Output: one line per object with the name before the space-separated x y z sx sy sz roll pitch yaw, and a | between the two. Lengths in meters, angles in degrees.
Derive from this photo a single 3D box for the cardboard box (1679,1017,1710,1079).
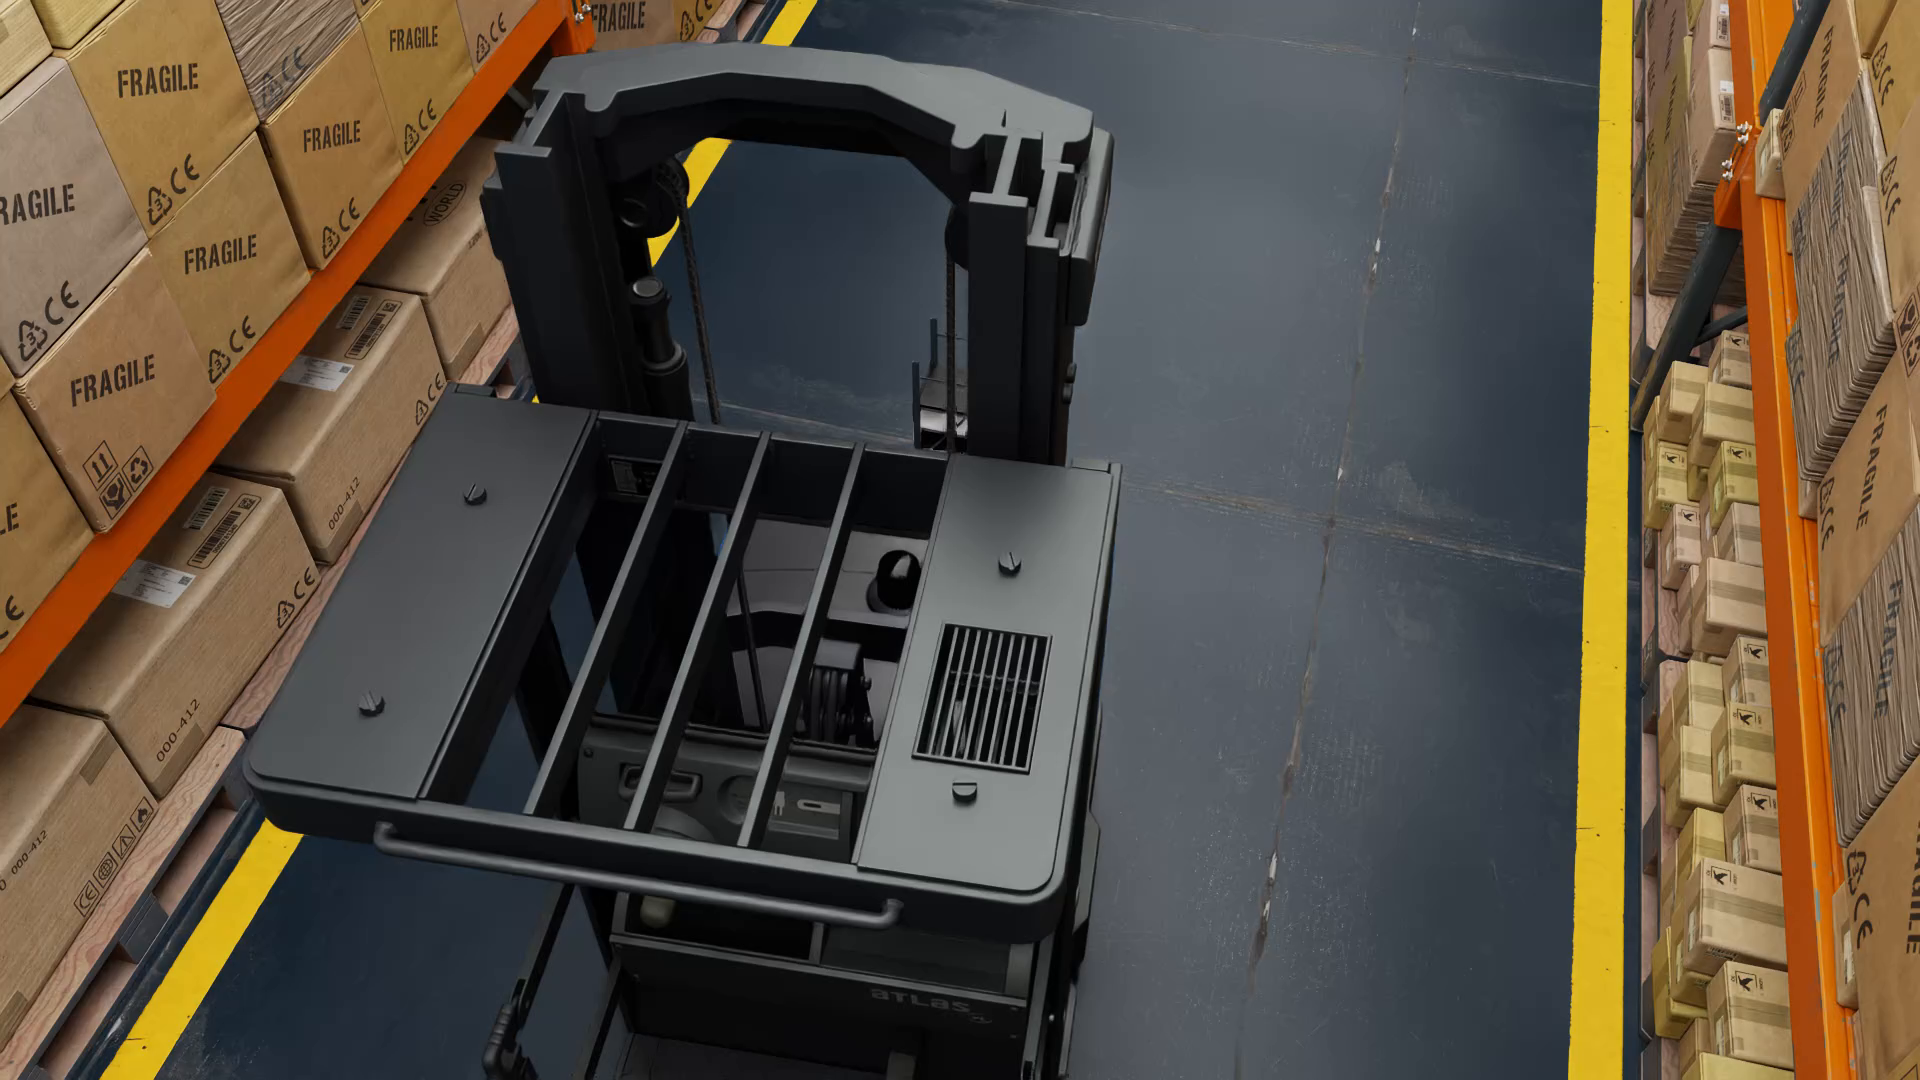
cardboard box | 2.014 1.381 4.152 0.380 0.149 0.250 12 50 10

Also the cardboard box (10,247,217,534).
cardboard box | -2.239 -0.404 4.039 0.500 0.500 0.500 11 50 10

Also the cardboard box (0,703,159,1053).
cardboard box | -2.823 0.868 4.412 0.875 0.438 0.875 10 49 9

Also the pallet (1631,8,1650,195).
pallet | 3.477 -1.860 7.251 1.003 0.211 1.213 12 50 10

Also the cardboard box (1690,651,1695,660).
cardboard box | 2.408 0.448 4.975 0.380 0.149 0.250 10 49 8

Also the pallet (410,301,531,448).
pallet | -2.123 -0.780 6.298 1.003 0.211 1.213 12 50 10

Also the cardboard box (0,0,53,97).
cardboard box | -2.184 -1.060 3.519 0.380 0.149 0.250 12 50 10

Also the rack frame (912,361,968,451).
rack frame | -0.029 -0.218 5.343 0.240 0.900 0.006 12 50 10

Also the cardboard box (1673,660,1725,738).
cardboard box | 2.245 0.514 4.718 0.380 0.149 0.250 11 50 10

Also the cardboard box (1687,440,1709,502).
cardboard box | 2.571 -0.228 5.374 0.380 0.149 0.250 12 50 10

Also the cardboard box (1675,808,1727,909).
cardboard box | 2.110 0.892 4.385 0.380 0.149 0.250 14 50 12

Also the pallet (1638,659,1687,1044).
pallet | 2.493 0.967 4.756 1.003 0.211 1.213 12 50 10

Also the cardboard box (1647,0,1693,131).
cardboard box | 3.181 -1.972 6.877 0.500 0.500 0.500 11 49 9

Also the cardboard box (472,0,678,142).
cardboard box | -1.761 -2.138 6.773 0.875 0.875 0.875 13 50 11

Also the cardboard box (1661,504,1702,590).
cardboard box | 2.464 0.053 5.324 0.380 0.149 0.250 11 50 10

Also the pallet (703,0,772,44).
pallet | -1.398 -2.773 8.057 1.003 0.211 1.213 12 50 10

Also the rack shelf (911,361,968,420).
rack shelf | -0.002 -0.449 5.230 0.258 0.077 0.200 12 50 10

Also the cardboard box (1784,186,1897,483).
cardboard box | 2.291 -0.440 3.873 0.500 0.500 0.500 11 49 9

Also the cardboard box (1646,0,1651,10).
cardboard box | 3.446 -2.713 7.531 0.500 0.500 0.500 12 50 10

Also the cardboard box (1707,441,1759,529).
cardboard box | 2.516 -0.138 5.095 0.380 0.149 0.250 11 49 10

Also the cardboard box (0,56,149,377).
cardboard box | -2.242 -0.748 3.676 0.500 0.500 0.500 11 50 10

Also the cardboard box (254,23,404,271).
cardboard box | -1.971 -1.145 4.693 0.500 0.500 0.500 11 49 9

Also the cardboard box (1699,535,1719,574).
cardboard box | 2.468 0.150 5.040 0.380 0.149 0.250 9 49 8

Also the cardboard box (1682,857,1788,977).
cardboard box | 2.010 0.971 4.117 0.380 0.149 0.250 13 50 11

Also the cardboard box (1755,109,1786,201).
cardboard box | 2.565 -1.110 4.897 0.380 0.149 0.250 13 50 11

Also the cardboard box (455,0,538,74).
cardboard box | -1.723 -1.885 5.346 0.500 0.500 0.500 12 50 10

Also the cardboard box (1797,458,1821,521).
cardboard box | 2.265 -0.148 4.048 0.380 0.149 0.250 14 50 12

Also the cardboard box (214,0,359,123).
cardboard box | -1.971 -1.470 4.313 0.500 0.500 0.500 12 50 11

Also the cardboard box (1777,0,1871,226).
cardboard box | 2.581 -1.157 4.505 0.500 0.500 0.500 11 49 9

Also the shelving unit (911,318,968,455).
shelving unit | -0.002 -0.292 5.407 0.258 0.900 0.210 12 50 10

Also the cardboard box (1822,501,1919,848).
cardboard box | 2.037 0.312 3.209 0.500 0.500 0.500 12 50 10

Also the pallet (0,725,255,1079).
pallet | -2.765 0.985 4.740 1.003 0.211 1.213 12 50 10

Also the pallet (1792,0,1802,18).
pallet | 3.296 -1.794 5.461 1.003 0.211 1.213 12 50 10

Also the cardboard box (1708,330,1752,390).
cardboard box | 2.664 -0.518 5.431 0.380 0.149 0.250 13 50 12

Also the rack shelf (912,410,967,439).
rack shelf | -0.002 -0.389 5.297 0.258 0.077 0.200 12 50 10

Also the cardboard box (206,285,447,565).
cardboard box | -2.351 -0.448 5.574 0.875 0.438 0.875 10 49 9

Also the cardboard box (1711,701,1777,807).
cardboard box | 2.228 0.607 4.438 0.380 0.149 0.250 12 50 10

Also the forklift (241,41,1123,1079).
forklift | -0.336 0.721 3.159 1.130 2.935 3.031 7 49 6

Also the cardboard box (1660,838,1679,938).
cardboard box | 2.112 0.990 4.497 0.380 0.149 0.250 12 50 11

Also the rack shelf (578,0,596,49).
rack shelf | -1.321 -3.446 7.271 1.077 0.370 4.000 12 50 10

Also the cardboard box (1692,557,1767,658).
cardboard box | 2.323 0.223 4.777 0.380 0.149 0.250 13 50 11

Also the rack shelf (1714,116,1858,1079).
rack shelf | 2.428 0.351 3.919 1.077 0.370 4.000 12 50 10

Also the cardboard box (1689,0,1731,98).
cardboard box | 3.055 -1.852 6.270 0.500 0.250 0.500 14 50 12

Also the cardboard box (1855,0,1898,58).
cardboard box | 2.601 -1.518 4.157 0.500 0.500 0.500 13 50 11

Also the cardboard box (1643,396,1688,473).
cardboard box | 2.549 -0.329 5.661 0.380 0.149 0.250 10 49 8

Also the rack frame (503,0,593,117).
rack frame | -1.847 -2.238 5.724 1.000 3.000 0.127 12 50 10

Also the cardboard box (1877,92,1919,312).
cardboard box | 2.317 -0.782 3.507 0.500 0.500 0.500 12 50 11

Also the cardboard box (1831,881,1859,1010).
cardboard box | 1.913 0.805 3.206 0.380 0.149 0.250 13 50 11

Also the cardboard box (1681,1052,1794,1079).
cardboard box | 1.864 1.351 3.781 0.380 0.149 0.250 11 49 9

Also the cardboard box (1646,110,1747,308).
cardboard box | 2.907 -1.231 6.223 0.500 0.500 0.500 11 49 9
